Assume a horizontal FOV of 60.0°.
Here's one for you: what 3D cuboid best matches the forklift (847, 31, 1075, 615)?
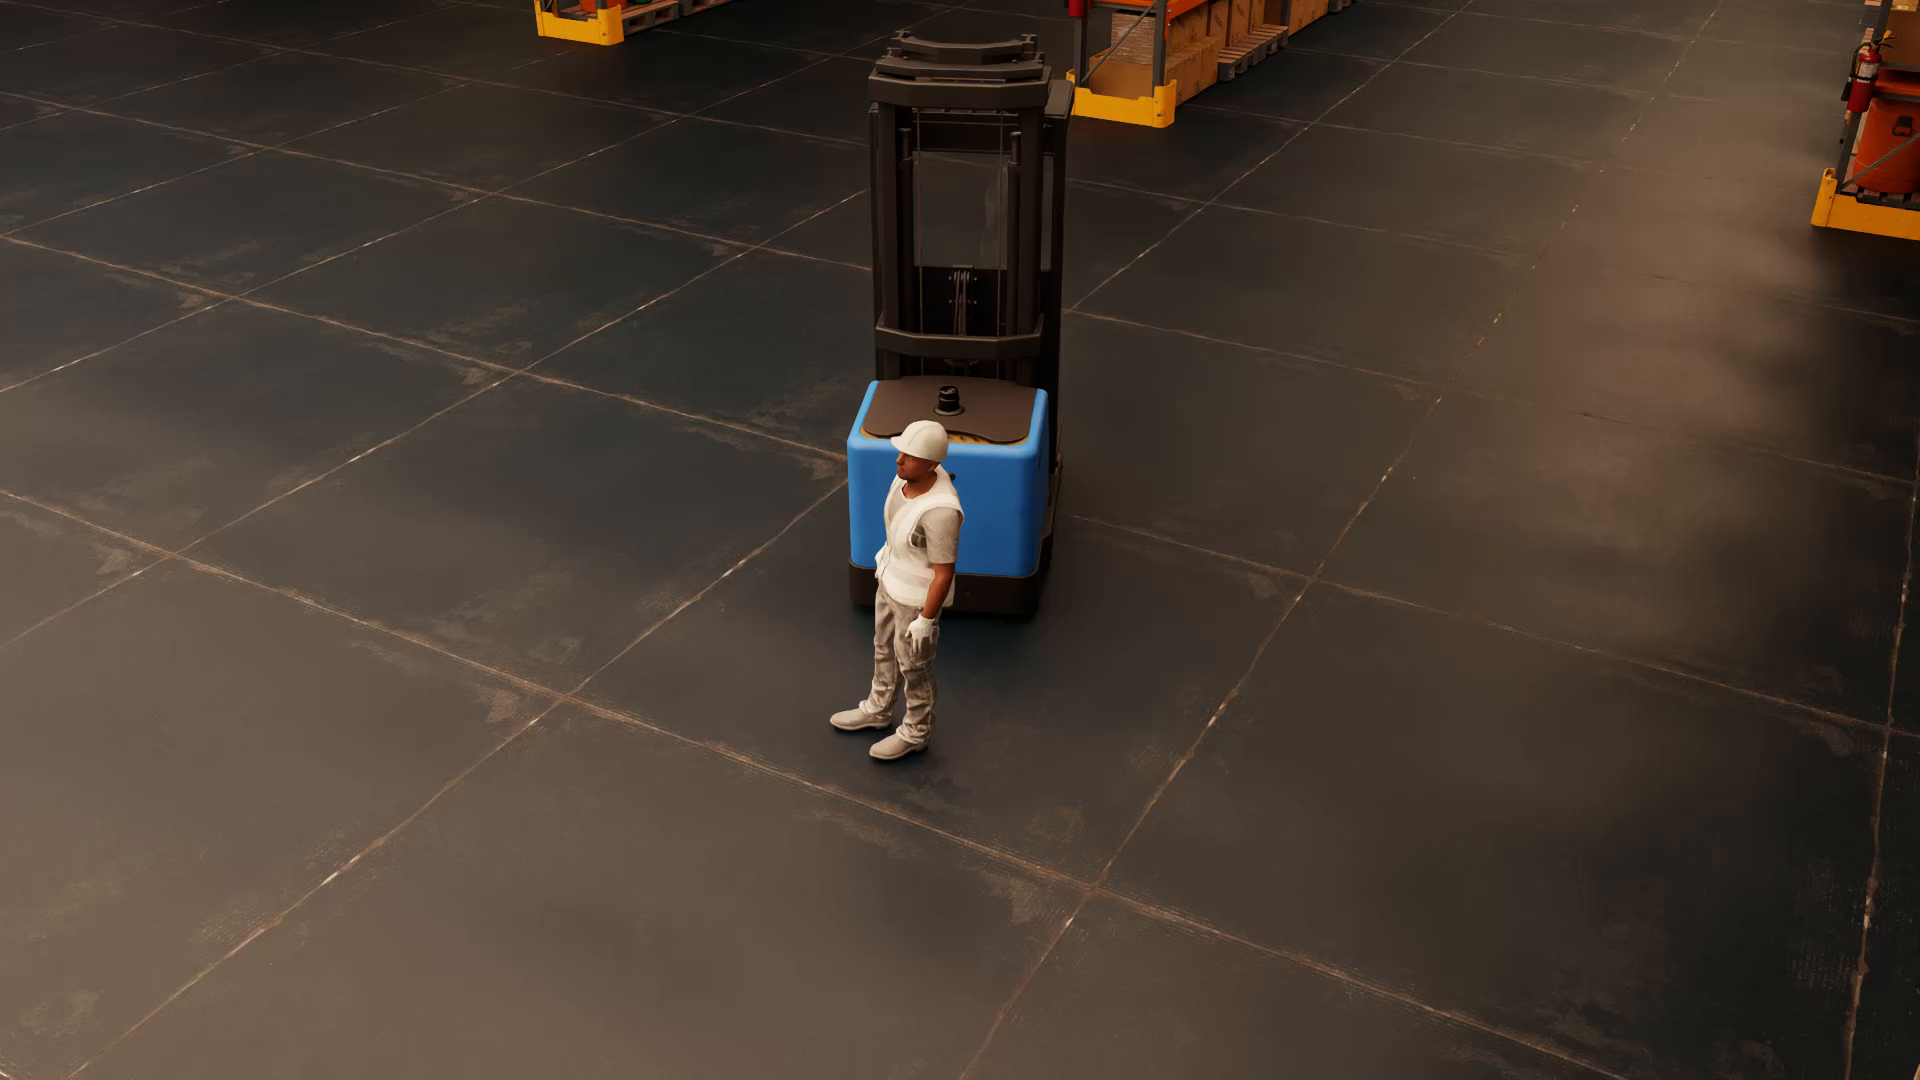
[{"bbox_3d":[0.072,-1.572,9.794,1.130,2.935,3.031,3,30,6],"label":"forklift"}]

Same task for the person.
[{"bbox_3d":[-0.293,0.246,7.778,0.577,1.782,0.656,-10,31,-16],"label":"person"}]
